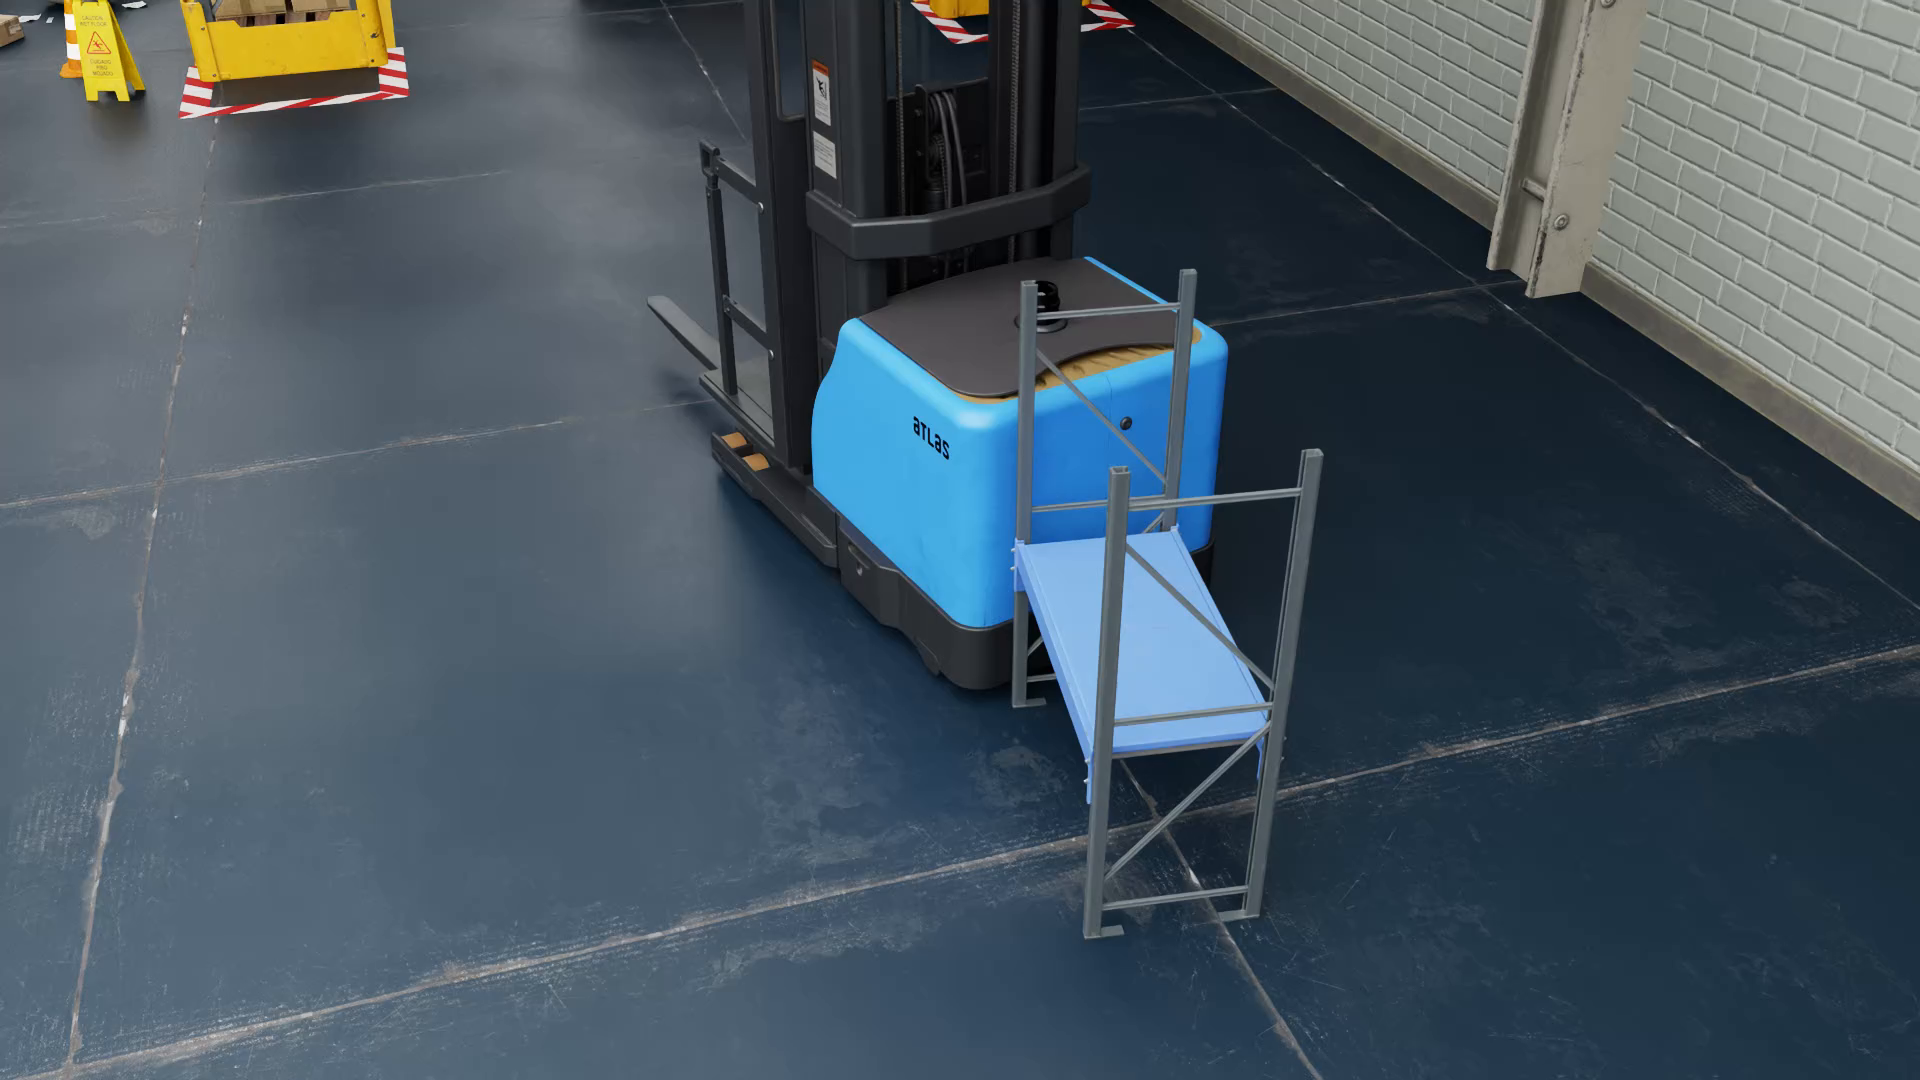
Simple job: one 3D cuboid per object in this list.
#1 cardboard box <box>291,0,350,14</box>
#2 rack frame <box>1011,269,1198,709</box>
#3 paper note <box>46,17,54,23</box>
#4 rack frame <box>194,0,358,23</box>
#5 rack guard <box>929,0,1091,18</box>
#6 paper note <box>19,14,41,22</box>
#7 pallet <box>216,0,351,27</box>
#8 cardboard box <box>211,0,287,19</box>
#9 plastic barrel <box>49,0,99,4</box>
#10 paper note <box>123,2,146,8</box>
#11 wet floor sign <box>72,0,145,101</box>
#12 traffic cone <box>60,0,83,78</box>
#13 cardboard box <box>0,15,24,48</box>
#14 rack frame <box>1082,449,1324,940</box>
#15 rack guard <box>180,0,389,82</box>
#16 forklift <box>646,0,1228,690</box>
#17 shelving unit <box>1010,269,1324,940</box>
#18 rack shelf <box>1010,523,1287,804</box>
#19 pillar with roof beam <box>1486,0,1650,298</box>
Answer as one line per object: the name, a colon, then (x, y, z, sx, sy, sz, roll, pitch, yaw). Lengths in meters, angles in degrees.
cardboard box: (-4.348, -3.840, 11.453, 0.500, 0.250, 0.500, -10, 35, -15)
rack frame: (0.417, -0.107, 5.052, 0.500, 1.500, 0.032, -5, 34, -8)
paper note: (-6.484, -3.705, 11.847, 0.032, 0.001, 0.123, -10, 35, -15)
rack frame: (-4.365, -4.342, 10.100, 1.000, 3.000, 0.127, -10, 35, -15)
rack guard: (0.368, -4.123, 12.036, 1.175, 0.500, 0.348, -10, 35, -15)
paper note: (-6.666, -3.731, 11.879, 0.148, 0.019, 0.142, 1, 33, 2)
pallet: (-4.603, -3.651, 11.584, 1.003, 0.211, 1.213, -10, 35, -15)
cardboard box: (-4.875, -3.762, 11.335, 0.500, 0.250, 0.500, -10, 35, -15)
plastic barrel: (-6.437, -4.097, 12.066, 0.512, 0.421, 0.421, 13, 36, 18)
paper note: (-6.029, -3.915, 12.148, 0.142, 0.019, 0.148, -23, 40, -31)
wet floor sign: (-5.326, -3.080, 10.326, 0.267, 0.644, 0.232, 1, 33, 2)
traffic cone: (-5.725, -3.292, 10.813, 0.336, 0.463, 0.334, -10, 35, -15)
cardboard box: (-6.689, -3.501, 11.413, 0.380, 0.149, 0.250, 7, 34, 10)
rack frame: (0.588, 0.445, 4.216, 0.500, 1.500, 0.032, -5, 34, -8)
rack guard: (-4.389, -3.339, 10.849, 1.175, 0.500, 0.348, -10, 35, -15)
forklift: (-0.331, -1.516, 5.886, 1.130, 2.935, 3.031, -19, 38, -26)
shelving unit: (0.503, 0.169, 4.634, 0.538, 1.500, 1.048, -5, 34, -8)
rack shelf: (0.503, 0.319, 4.733, 0.538, 0.185, 1.000, -5, 34, -8)
pillar with roof beam: (-1.263, -4.324, 4.632, 9.100, 9.000, 0.400, -10, 35, -15)
